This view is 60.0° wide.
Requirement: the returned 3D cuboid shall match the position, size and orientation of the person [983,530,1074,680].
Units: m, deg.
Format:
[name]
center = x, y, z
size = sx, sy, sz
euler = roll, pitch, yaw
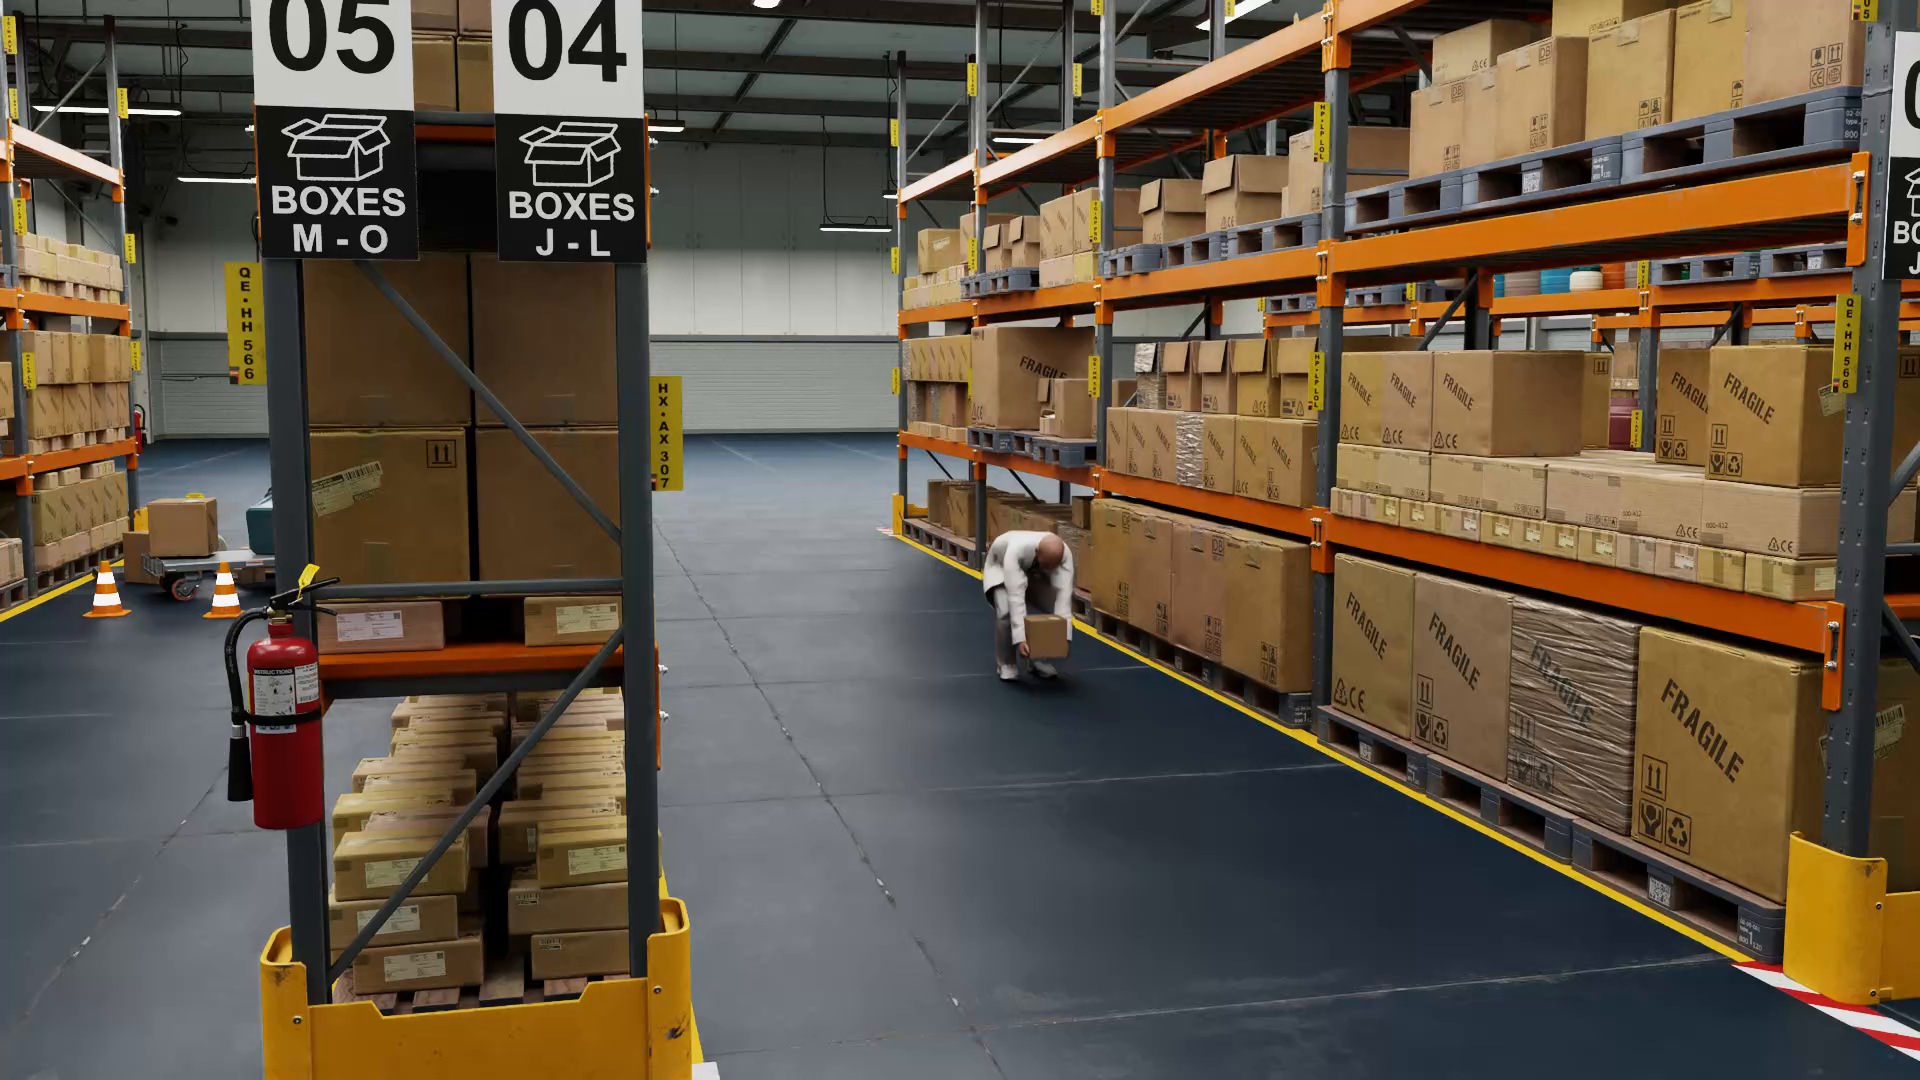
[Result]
[person]
center = 0.478, 0.445, 11.257
size = 0.590, 1.022, 0.942
euler = -2, 6, -17
